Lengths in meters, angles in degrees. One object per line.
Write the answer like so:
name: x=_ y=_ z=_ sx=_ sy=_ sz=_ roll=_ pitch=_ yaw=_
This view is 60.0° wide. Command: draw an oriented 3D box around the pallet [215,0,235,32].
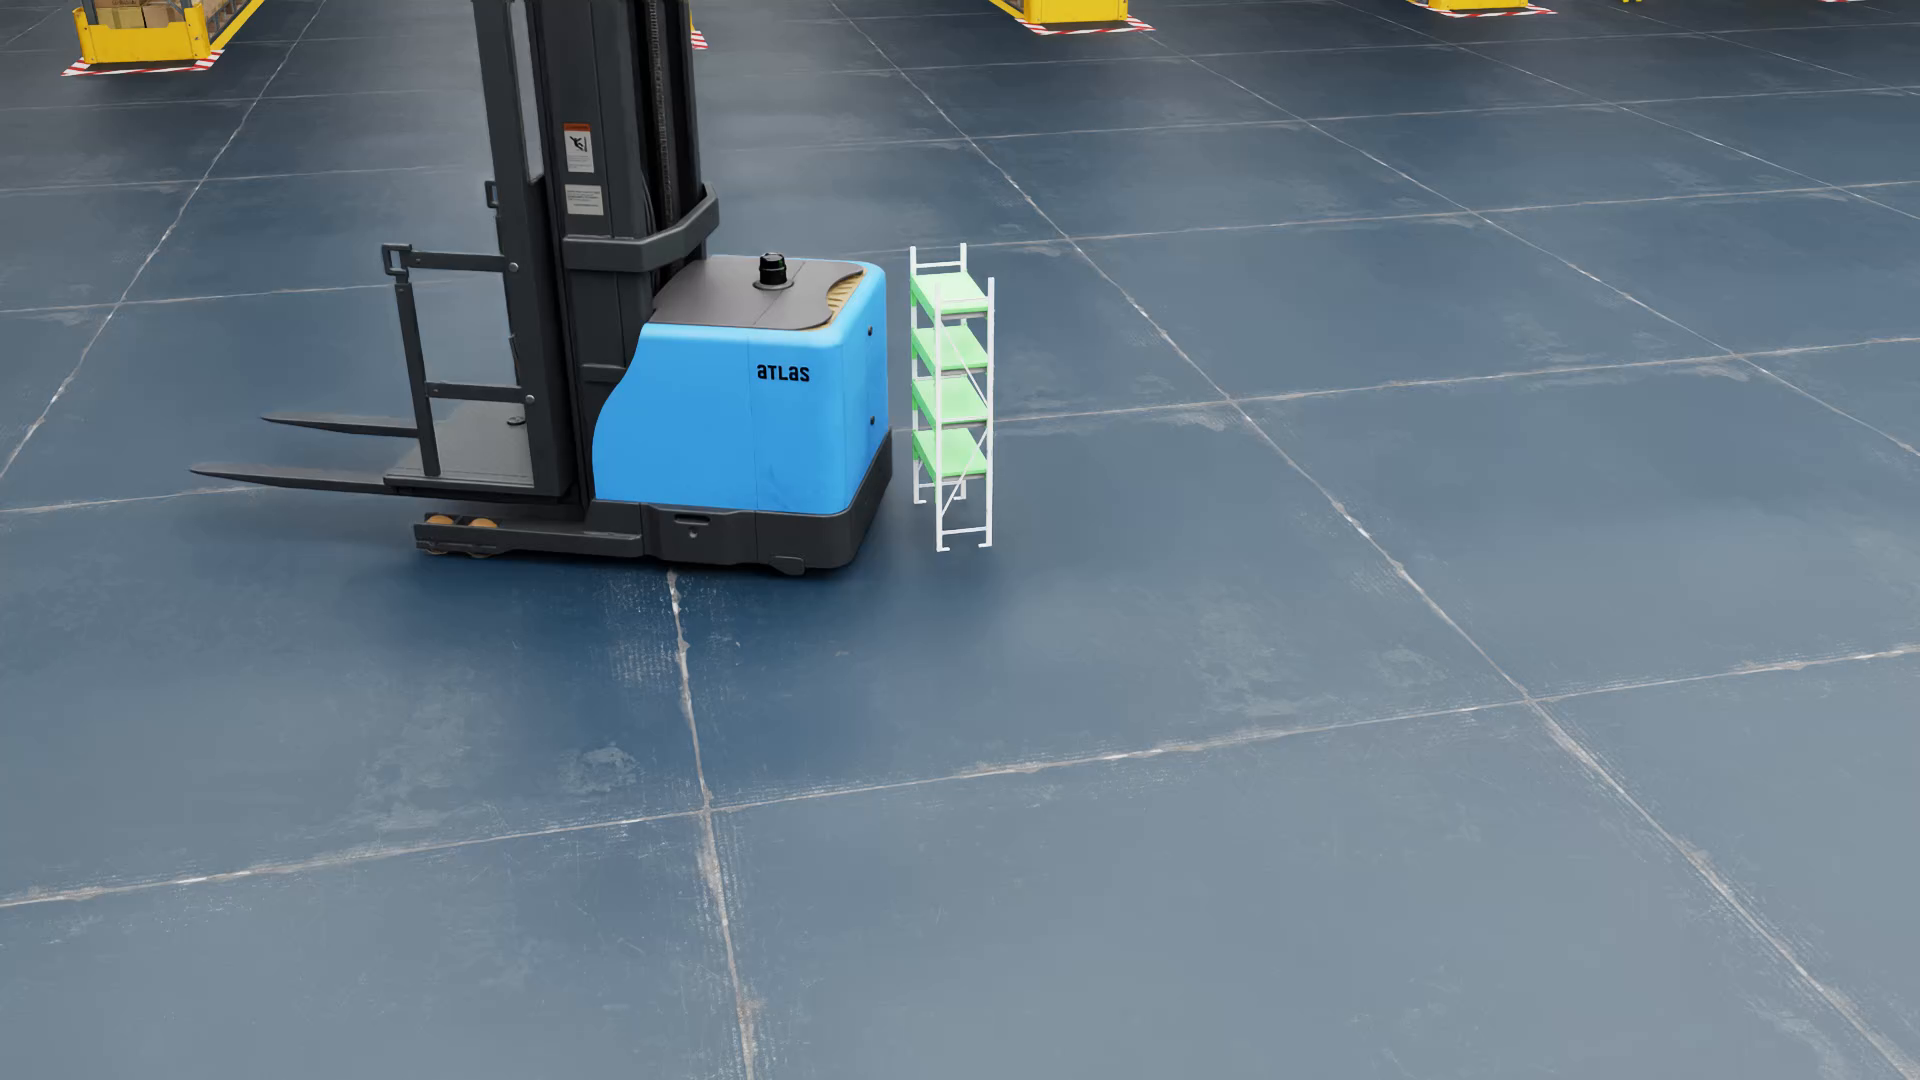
pallet: x=-8.795 y=-5.904 z=18.713 sx=1.003 sy=0.211 sz=1.213 roll=-6 pitch=27 yaw=-12

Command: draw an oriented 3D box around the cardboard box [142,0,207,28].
cardboard box: x=-8.214 y=-5.501 z=17.405 sx=0.500 sy=0.250 sz=0.500 roll=-6 pitch=27 yaw=-12

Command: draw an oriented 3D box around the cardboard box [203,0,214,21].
cardboard box: x=-8.330 y=-5.720 z=17.839 sx=0.500 sy=0.250 sz=0.500 roll=-6 pitch=27 yaw=-12

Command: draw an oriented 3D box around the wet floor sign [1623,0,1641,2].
wet floor sign: x=8.133 y=-6.884 z=20.172 sx=0.267 sy=0.644 sz=0.232 roll=-11 pitch=29 yaw=-20

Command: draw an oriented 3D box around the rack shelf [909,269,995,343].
rack shelf: x=-0.037 y=-0.980 z=6.936 sx=0.258 sy=0.148 sz=0.480 roll=-6 pitch=27 yaw=-12

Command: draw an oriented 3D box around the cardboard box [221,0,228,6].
cardboard box: x=-8.551 y=-6.159 z=18.710 sx=0.500 sy=0.250 sz=0.500 roll=-6 pitch=27 yaw=-12

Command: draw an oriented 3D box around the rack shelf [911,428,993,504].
rack shelf: x=-0.037 y=-0.337 z=7.261 sx=0.258 sy=0.148 sz=0.480 roll=-6 pitch=27 yaw=-12

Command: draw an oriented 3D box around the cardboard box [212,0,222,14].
cardboard box: x=-8.443 y=-5.939 z=18.274 sx=0.500 sy=0.250 sz=0.500 roll=-6 pitch=27 yaw=-12

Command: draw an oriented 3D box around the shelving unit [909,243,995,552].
shelving unit: x=-0.037 y=-0.608 z=7.124 sx=0.258 sy=1.200 sz=0.503 roll=-6 pitch=27 yaw=-12

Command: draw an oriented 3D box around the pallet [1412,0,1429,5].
pallet: x=5.941 y=-6.845 z=20.577 sx=1.003 sy=0.211 sz=1.213 roll=-6 pitch=27 yaw=-12

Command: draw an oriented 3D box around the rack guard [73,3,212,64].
rack guard: x=-8.305 y=-5.156 z=16.911 sx=1.175 sy=0.500 sz=0.348 roll=-6 pitch=27 yaw=-12

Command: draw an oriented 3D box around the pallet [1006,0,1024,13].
pallet: x=1.177 y=-6.436 z=19.767 sx=1.003 sy=0.211 sz=1.213 roll=-6 pitch=27 yaw=-12

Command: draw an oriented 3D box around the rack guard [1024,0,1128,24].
rack guard: x=1.325 y=-6.205 z=18.988 sx=1.175 sy=0.500 sz=0.348 roll=-6 pitch=27 yaw=-12

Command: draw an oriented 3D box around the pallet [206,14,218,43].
pallet: x=-8.523 y=-5.369 z=17.654 sx=1.003 sy=0.211 sz=1.213 roll=-6 pitch=27 yaw=-12

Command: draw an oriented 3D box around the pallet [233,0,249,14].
pallet: x=-9.073 y=-6.441 z=19.776 sx=1.003 sy=0.211 sz=1.213 roll=-6 pitch=27 yaw=-12

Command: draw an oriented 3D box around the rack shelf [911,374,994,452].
rack shelf: x=-0.037 y=-0.551 z=7.152 sx=0.258 sy=0.148 sz=0.480 roll=-6 pitch=27 yaw=-12

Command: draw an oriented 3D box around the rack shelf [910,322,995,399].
rack shelf: x=-0.037 y=-0.766 z=7.044 sx=0.258 sy=0.148 sz=0.480 roll=-6 pitch=27 yaw=-12

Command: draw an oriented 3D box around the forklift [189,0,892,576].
forklift: x=-1.876 y=-1.460 z=6.890 sx=3.031 sy=2.935 sz=1.130 roll=4 pitch=27 yaw=8

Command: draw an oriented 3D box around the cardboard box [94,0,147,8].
cardboard box: x=-8.721 y=-5.783 z=17.131 sx=0.500 sy=0.500 sz=0.500 roll=-6 pitch=27 yaw=-12

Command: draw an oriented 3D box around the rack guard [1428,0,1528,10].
rack guard: x=6.203 y=-6.620 z=19.811 sx=1.175 sy=0.500 sz=0.348 roll=-6 pitch=27 yaw=-12

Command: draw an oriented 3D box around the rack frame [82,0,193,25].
rack frame: x=-8.310 y=-6.283 z=16.369 sx=1.000 sy=3.000 sz=0.127 roll=-6 pitch=27 yaw=-12

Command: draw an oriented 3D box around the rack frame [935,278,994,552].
rack frame: x=0.018 y=-0.501 z=6.911 sx=0.240 sy=1.200 sz=0.015 roll=-6 pitch=27 yaw=-12

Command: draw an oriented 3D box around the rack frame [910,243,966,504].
rack frame: x=-0.092 y=-0.715 z=7.336 sx=0.240 sy=1.200 sz=0.015 roll=-6 pitch=27 yaw=-12

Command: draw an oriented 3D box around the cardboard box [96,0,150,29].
cardboard box: x=-8.719 y=-5.448 z=17.301 sx=0.500 sy=0.250 sz=0.500 roll=-6 pitch=27 yaw=-12
